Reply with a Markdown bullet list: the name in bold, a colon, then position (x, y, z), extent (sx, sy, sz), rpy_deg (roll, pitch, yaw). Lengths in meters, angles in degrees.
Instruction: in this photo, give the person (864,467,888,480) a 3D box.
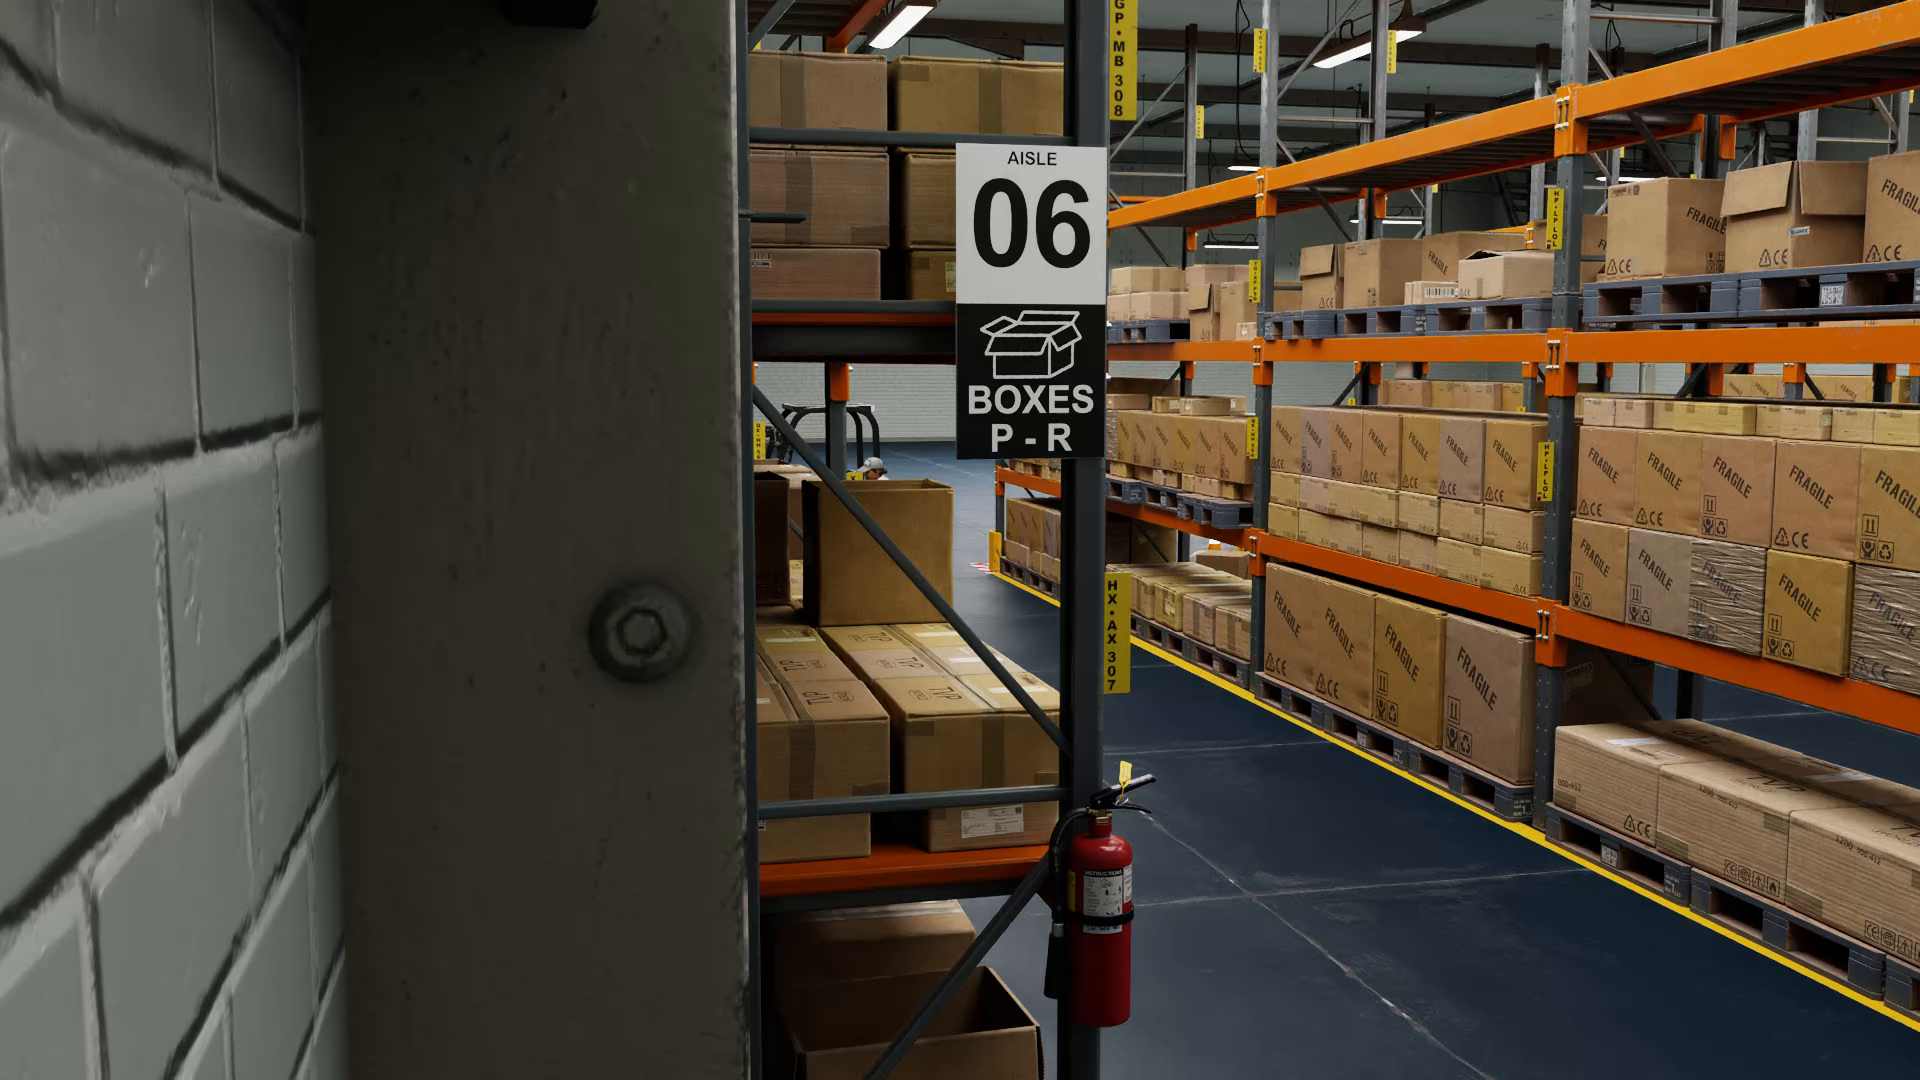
- **person**: position (-0.799, -0.017, 17.080), extent (0.404, 1.651, 0.537), rpy_deg (-2, 6, -14)
